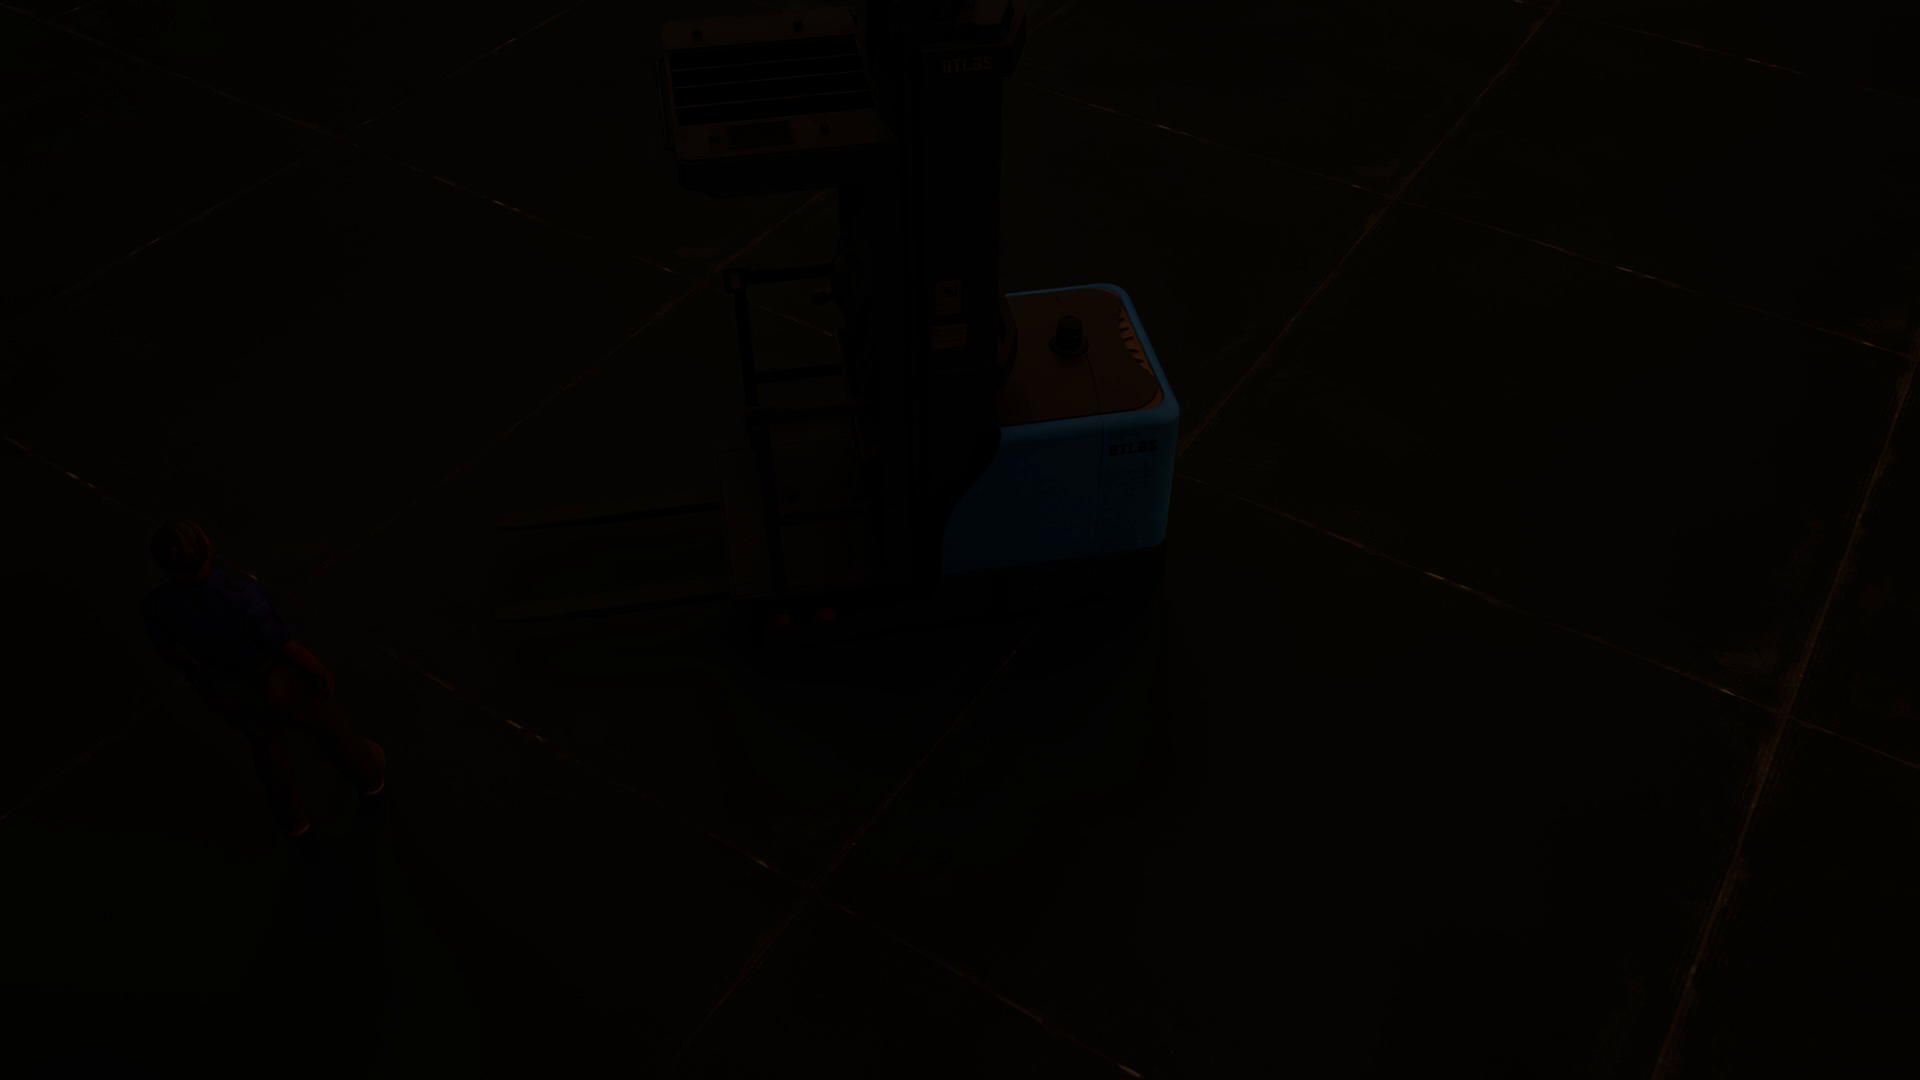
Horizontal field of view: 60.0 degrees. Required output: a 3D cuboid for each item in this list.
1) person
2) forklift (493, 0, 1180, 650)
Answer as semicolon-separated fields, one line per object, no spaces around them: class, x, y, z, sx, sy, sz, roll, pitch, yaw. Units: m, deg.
person;-2.644;0.461;6.306;0.573;1.651;0.536;1;43;1
forklift;-0.621;-0.969;6.870;3.031;2.935;1.130;-7;44;-8
